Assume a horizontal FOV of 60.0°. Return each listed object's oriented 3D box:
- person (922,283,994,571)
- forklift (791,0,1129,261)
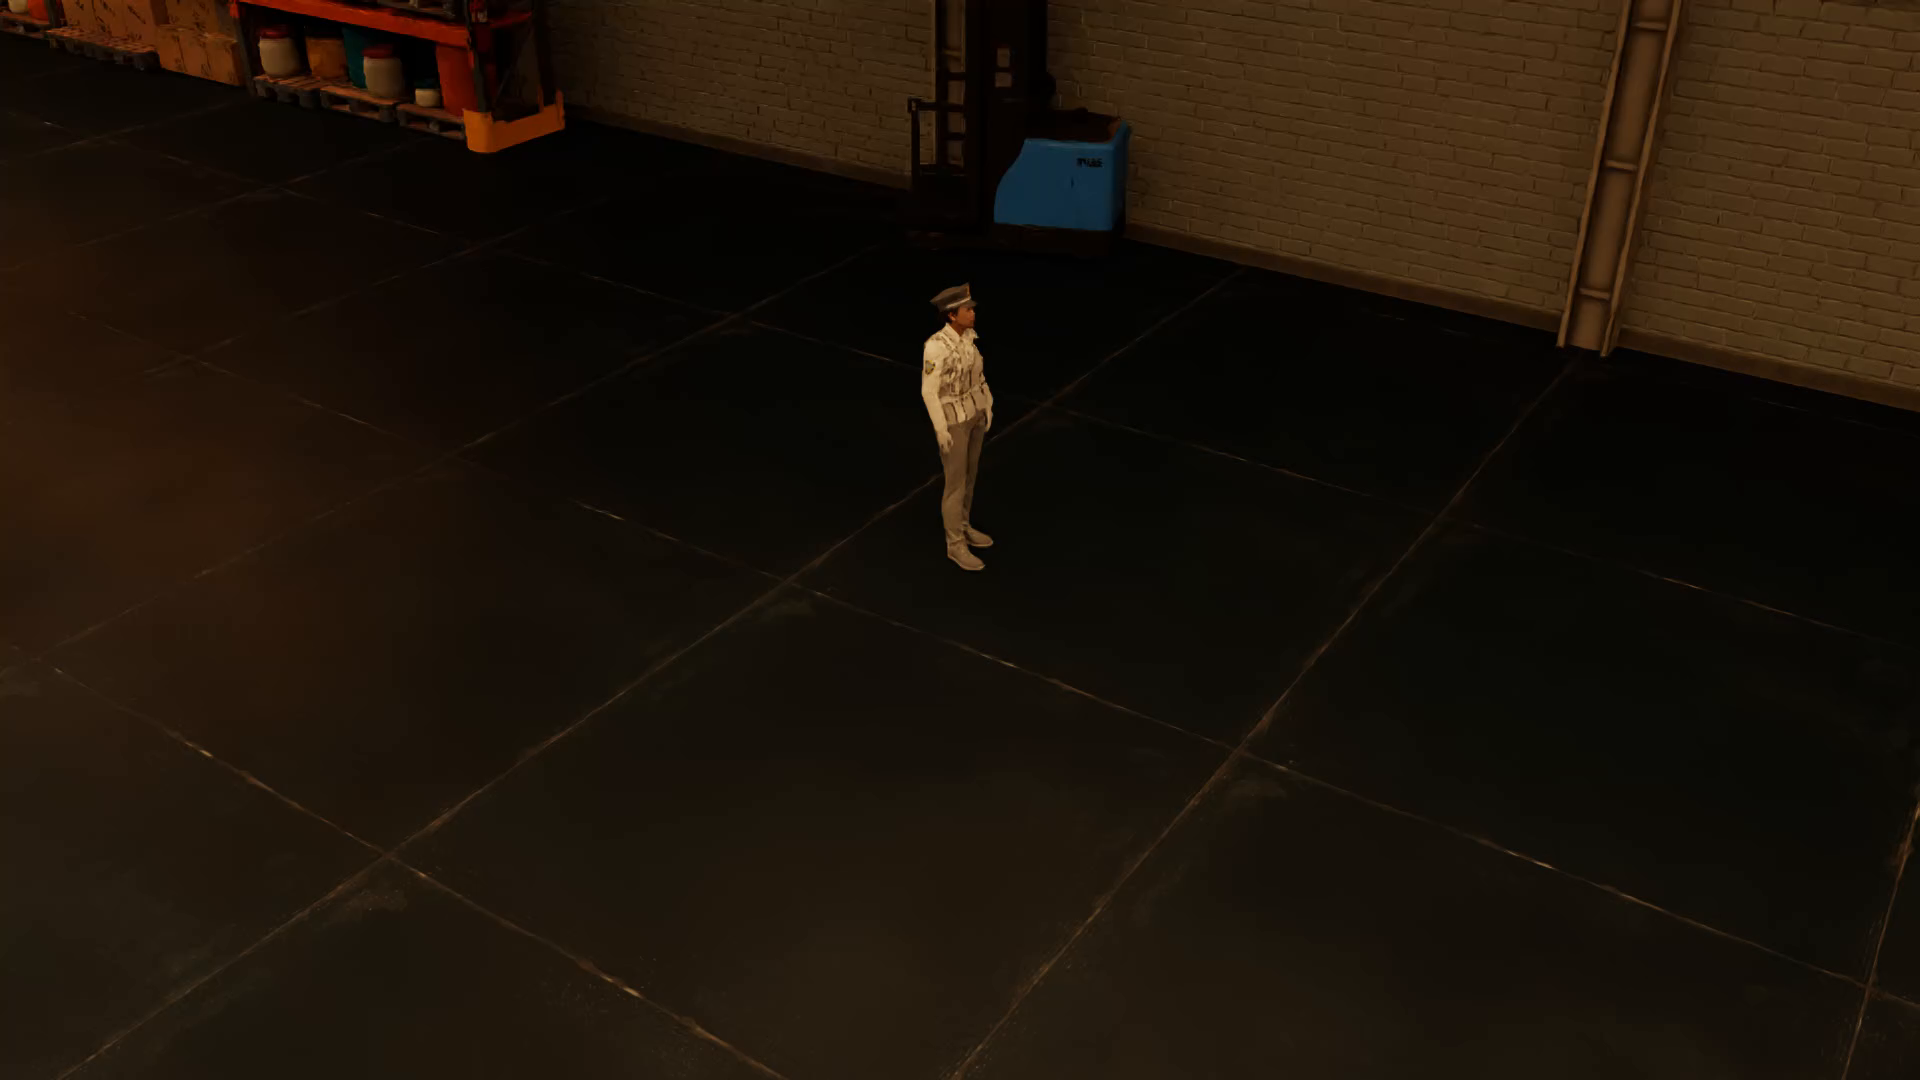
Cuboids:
[{"bbox_3d":[0.052,-0.717,10.033,0.533,1.695,0.586,19,35,29],"label":"person"},{"bbox_3d":[-0.015,-4.119,14.674,3.031,2.935,1.130,7,31,12],"label":"forklift"}]
